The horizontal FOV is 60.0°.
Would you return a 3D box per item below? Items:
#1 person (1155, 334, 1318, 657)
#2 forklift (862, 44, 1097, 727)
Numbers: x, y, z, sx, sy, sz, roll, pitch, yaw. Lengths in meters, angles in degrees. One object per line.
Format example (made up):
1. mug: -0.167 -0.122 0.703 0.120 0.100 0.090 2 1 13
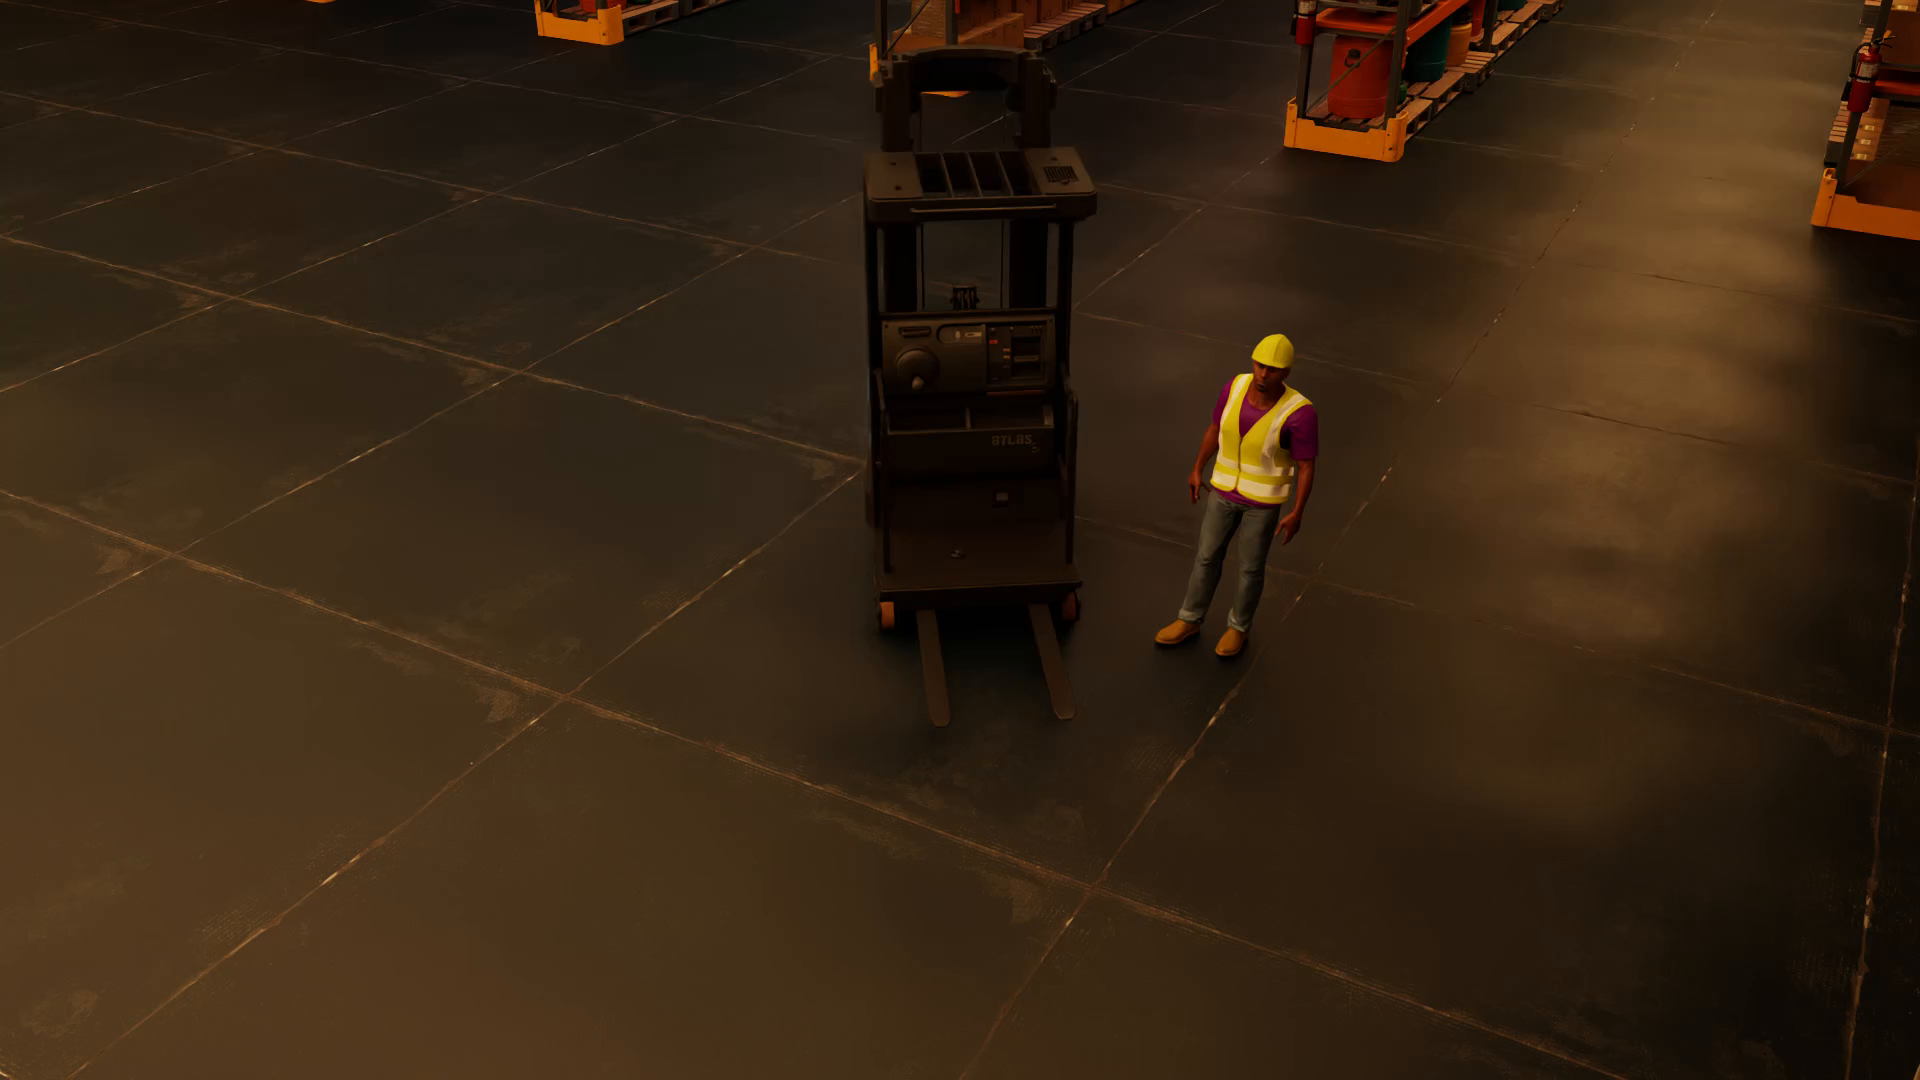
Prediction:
1. person: 1.451 -0.211 8.591 0.668 1.768 0.569 23 37 34
2. forklift: 0.072 -0.948 8.713 1.130 2.935 3.031 -3 30 -5
